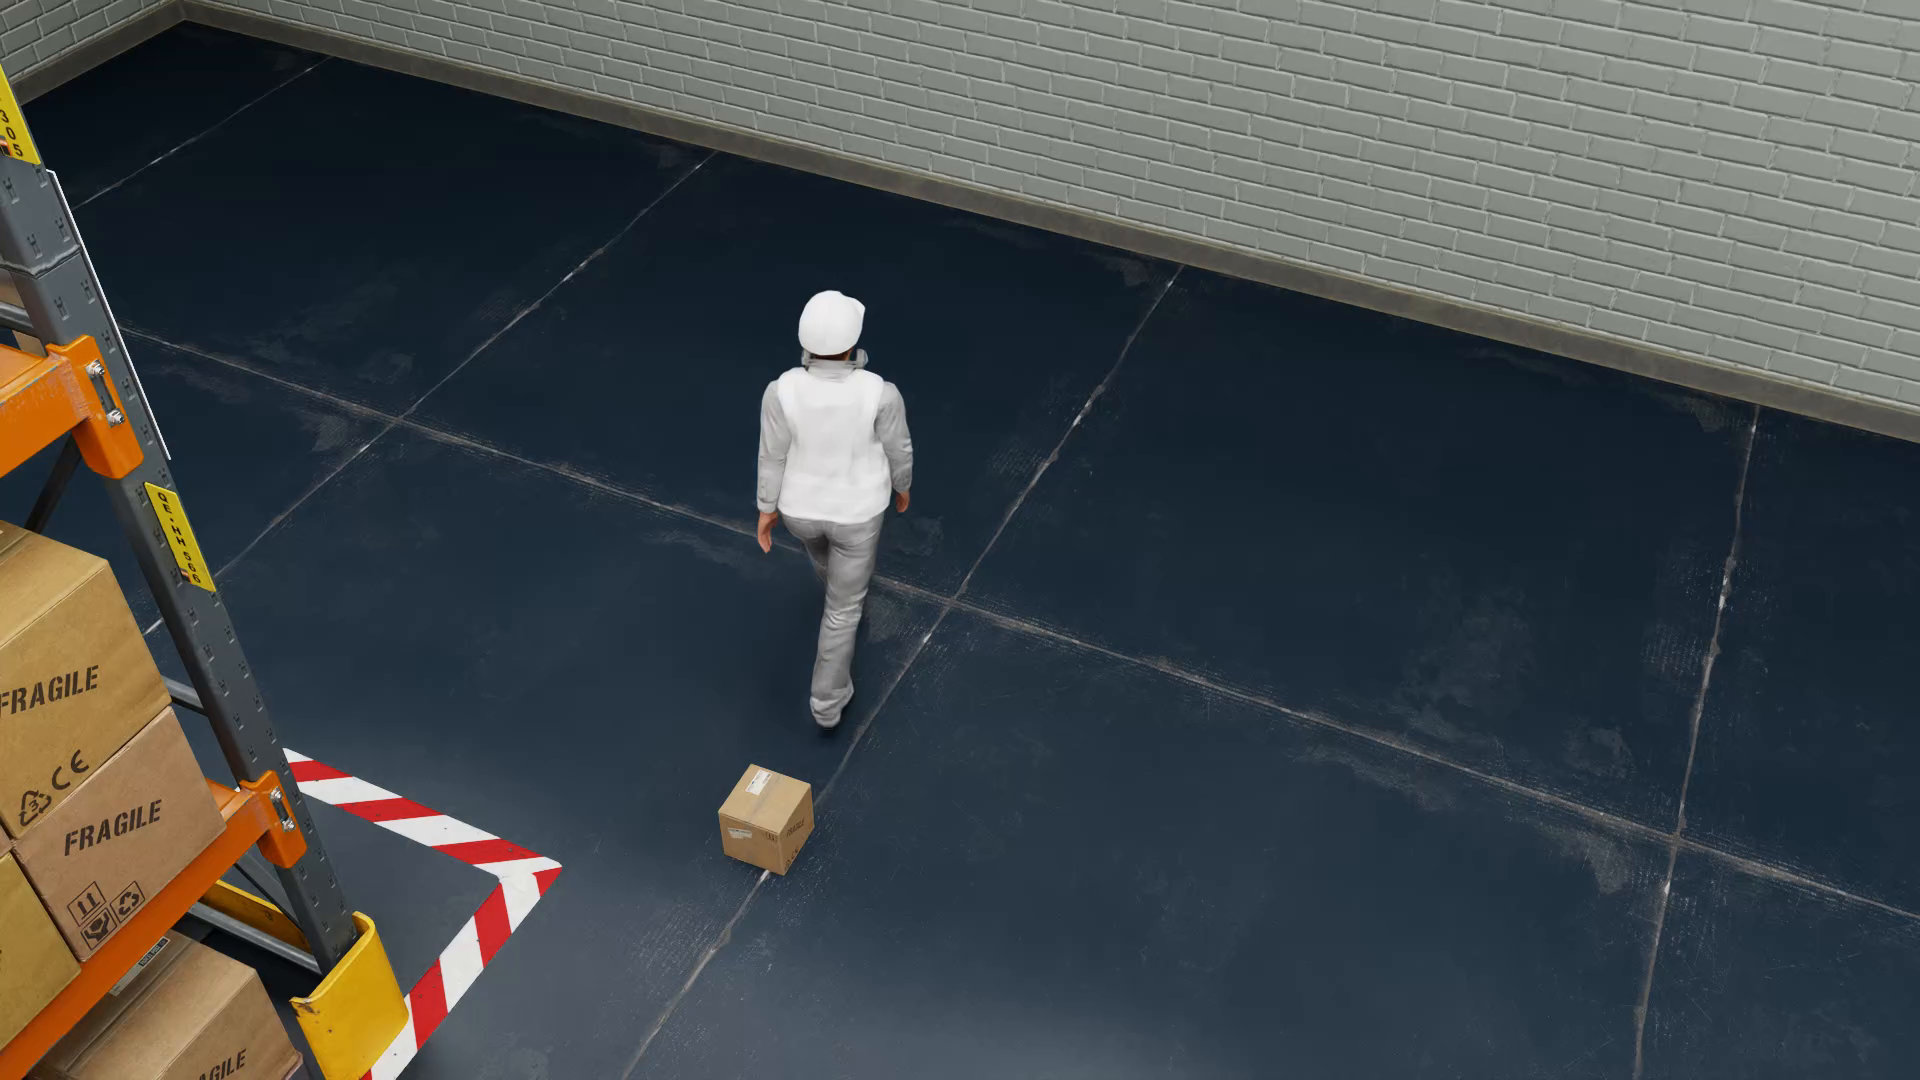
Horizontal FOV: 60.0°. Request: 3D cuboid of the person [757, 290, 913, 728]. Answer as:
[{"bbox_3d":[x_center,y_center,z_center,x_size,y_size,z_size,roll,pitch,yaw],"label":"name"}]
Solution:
[{"bbox_3d":[-0.452,-0.207,6.366,0.564,1.706,1.029,8,42,9],"label":"person"}]
